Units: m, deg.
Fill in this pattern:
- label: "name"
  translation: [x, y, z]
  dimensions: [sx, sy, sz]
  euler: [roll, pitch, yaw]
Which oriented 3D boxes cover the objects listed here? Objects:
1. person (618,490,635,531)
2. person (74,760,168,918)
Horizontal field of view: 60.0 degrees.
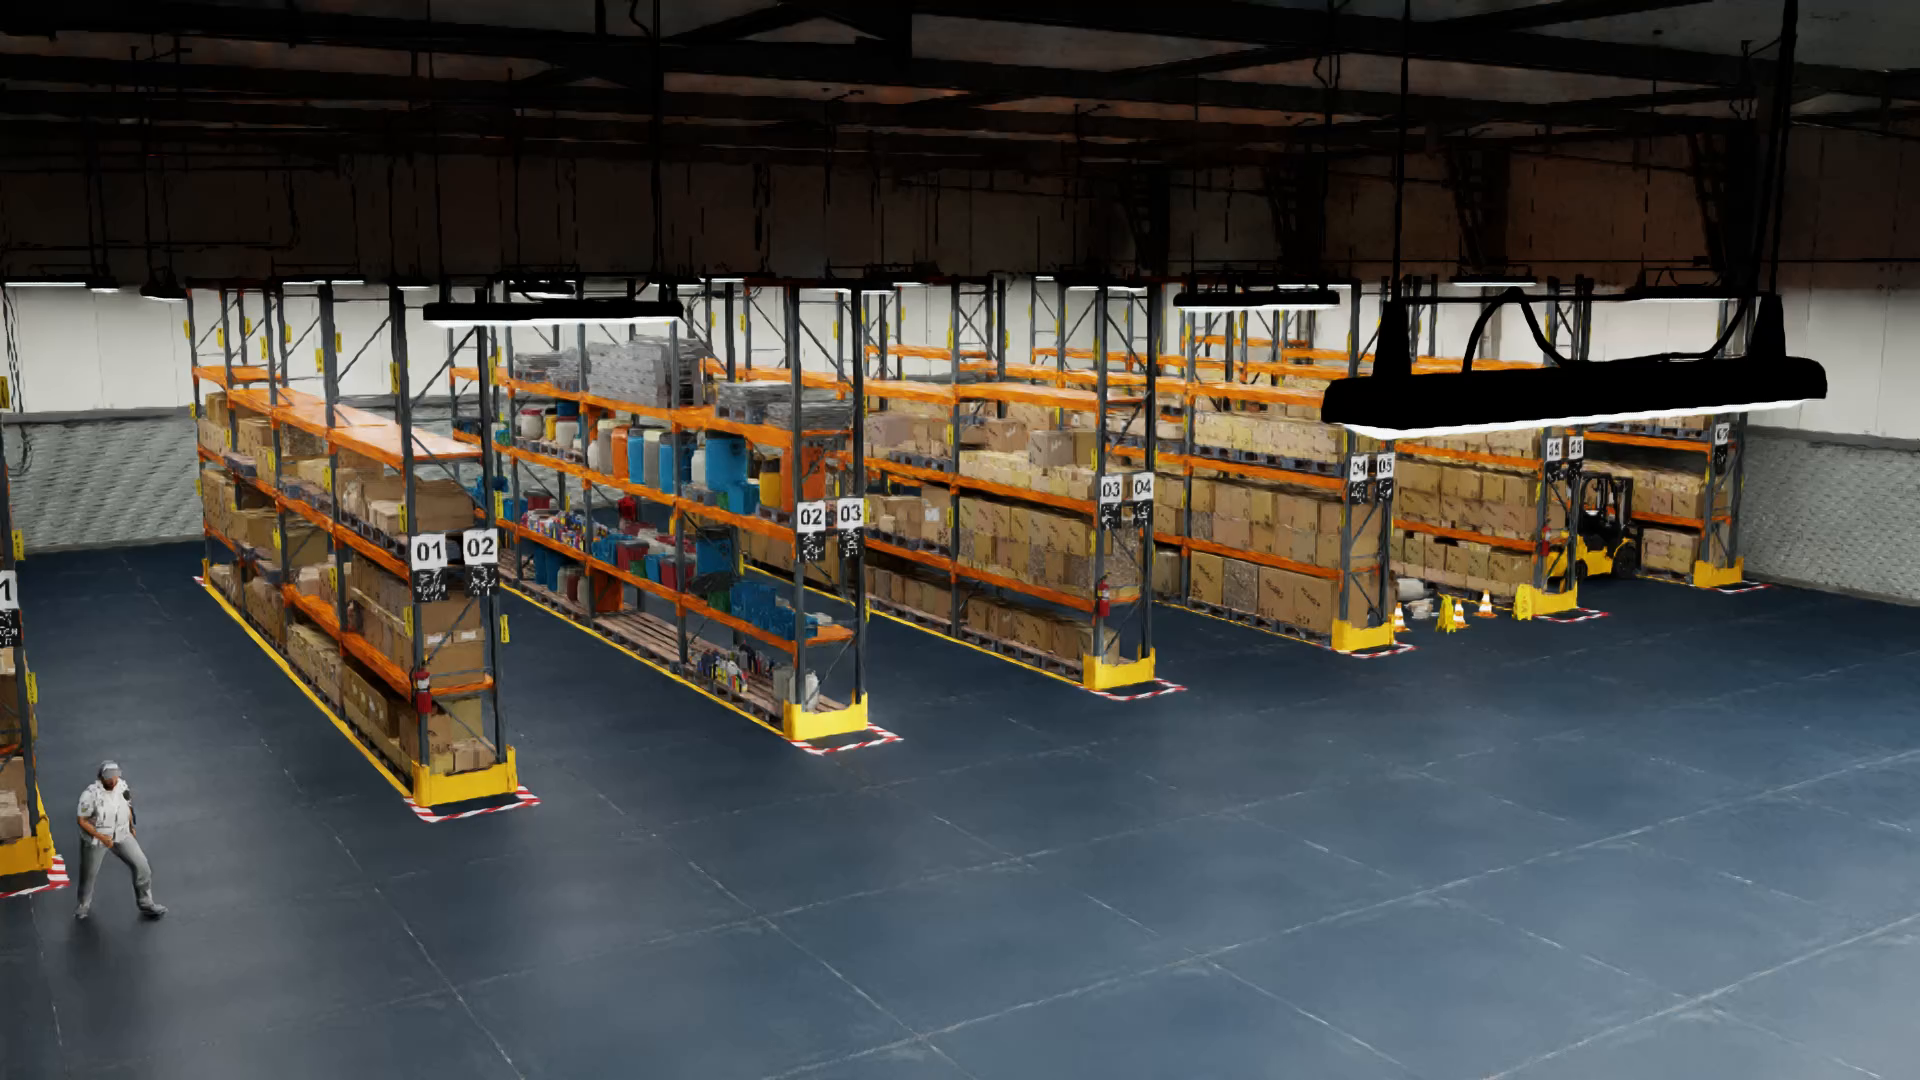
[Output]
- label: "person"
  translation: [-6.812, -0.259, 34.251]
  dimensions: [0.655, 1.730, 0.407]
  euler: [8, 13, 41]
- label: "person"
  translation: [-8.232, 2.871, 16.111]
  dimensions: [0.805, 1.599, 0.661]
  euler: [8, 12, 39]
